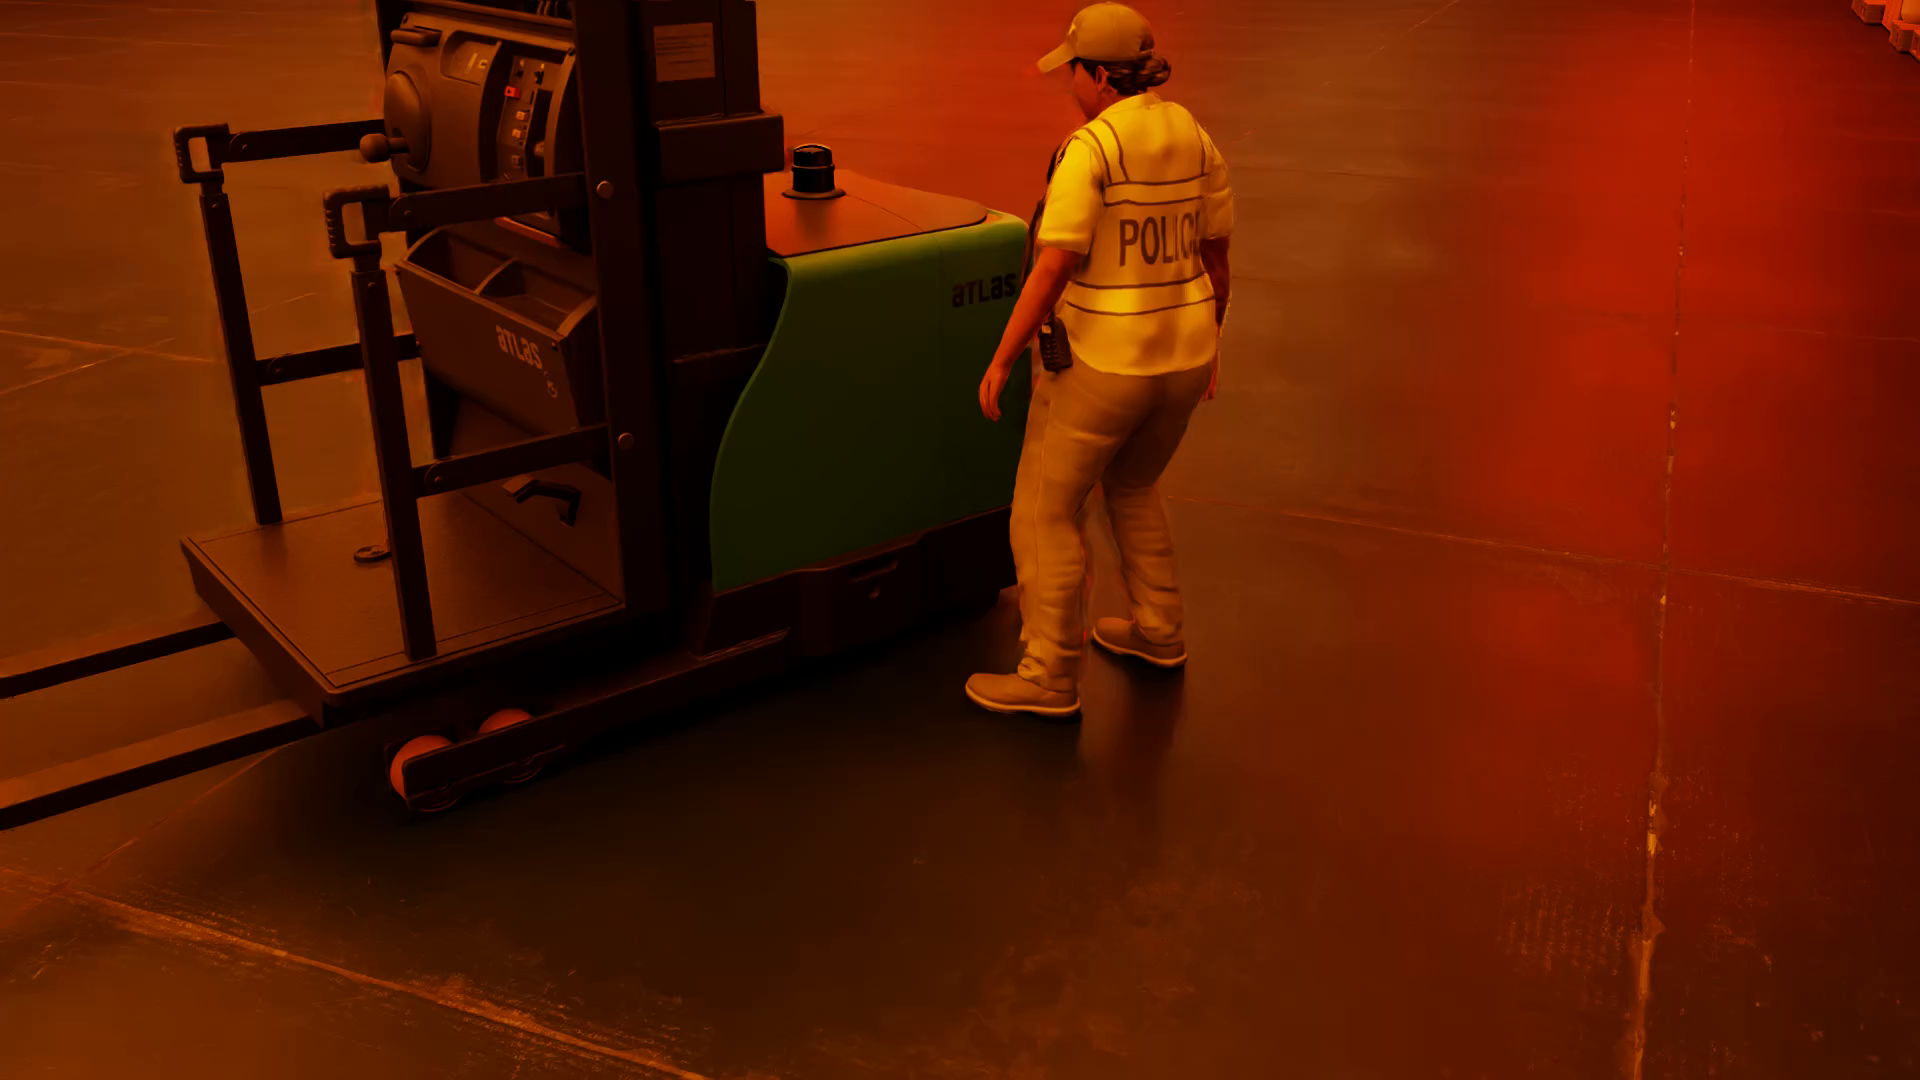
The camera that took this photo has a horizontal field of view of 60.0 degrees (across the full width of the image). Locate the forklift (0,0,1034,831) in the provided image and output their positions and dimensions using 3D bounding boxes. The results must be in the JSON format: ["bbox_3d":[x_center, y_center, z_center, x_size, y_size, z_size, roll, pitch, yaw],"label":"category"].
[{"bbox_3d":[-1.258,-0.983,3.644,3.031,2.935,1.130,-17,28,-35],"label":"forklift"}]

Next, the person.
[{"bbox_3d":[0.346,-0.426,3.987,0.740,1.645,0.435,-18,29,-37],"label":"person"}]
